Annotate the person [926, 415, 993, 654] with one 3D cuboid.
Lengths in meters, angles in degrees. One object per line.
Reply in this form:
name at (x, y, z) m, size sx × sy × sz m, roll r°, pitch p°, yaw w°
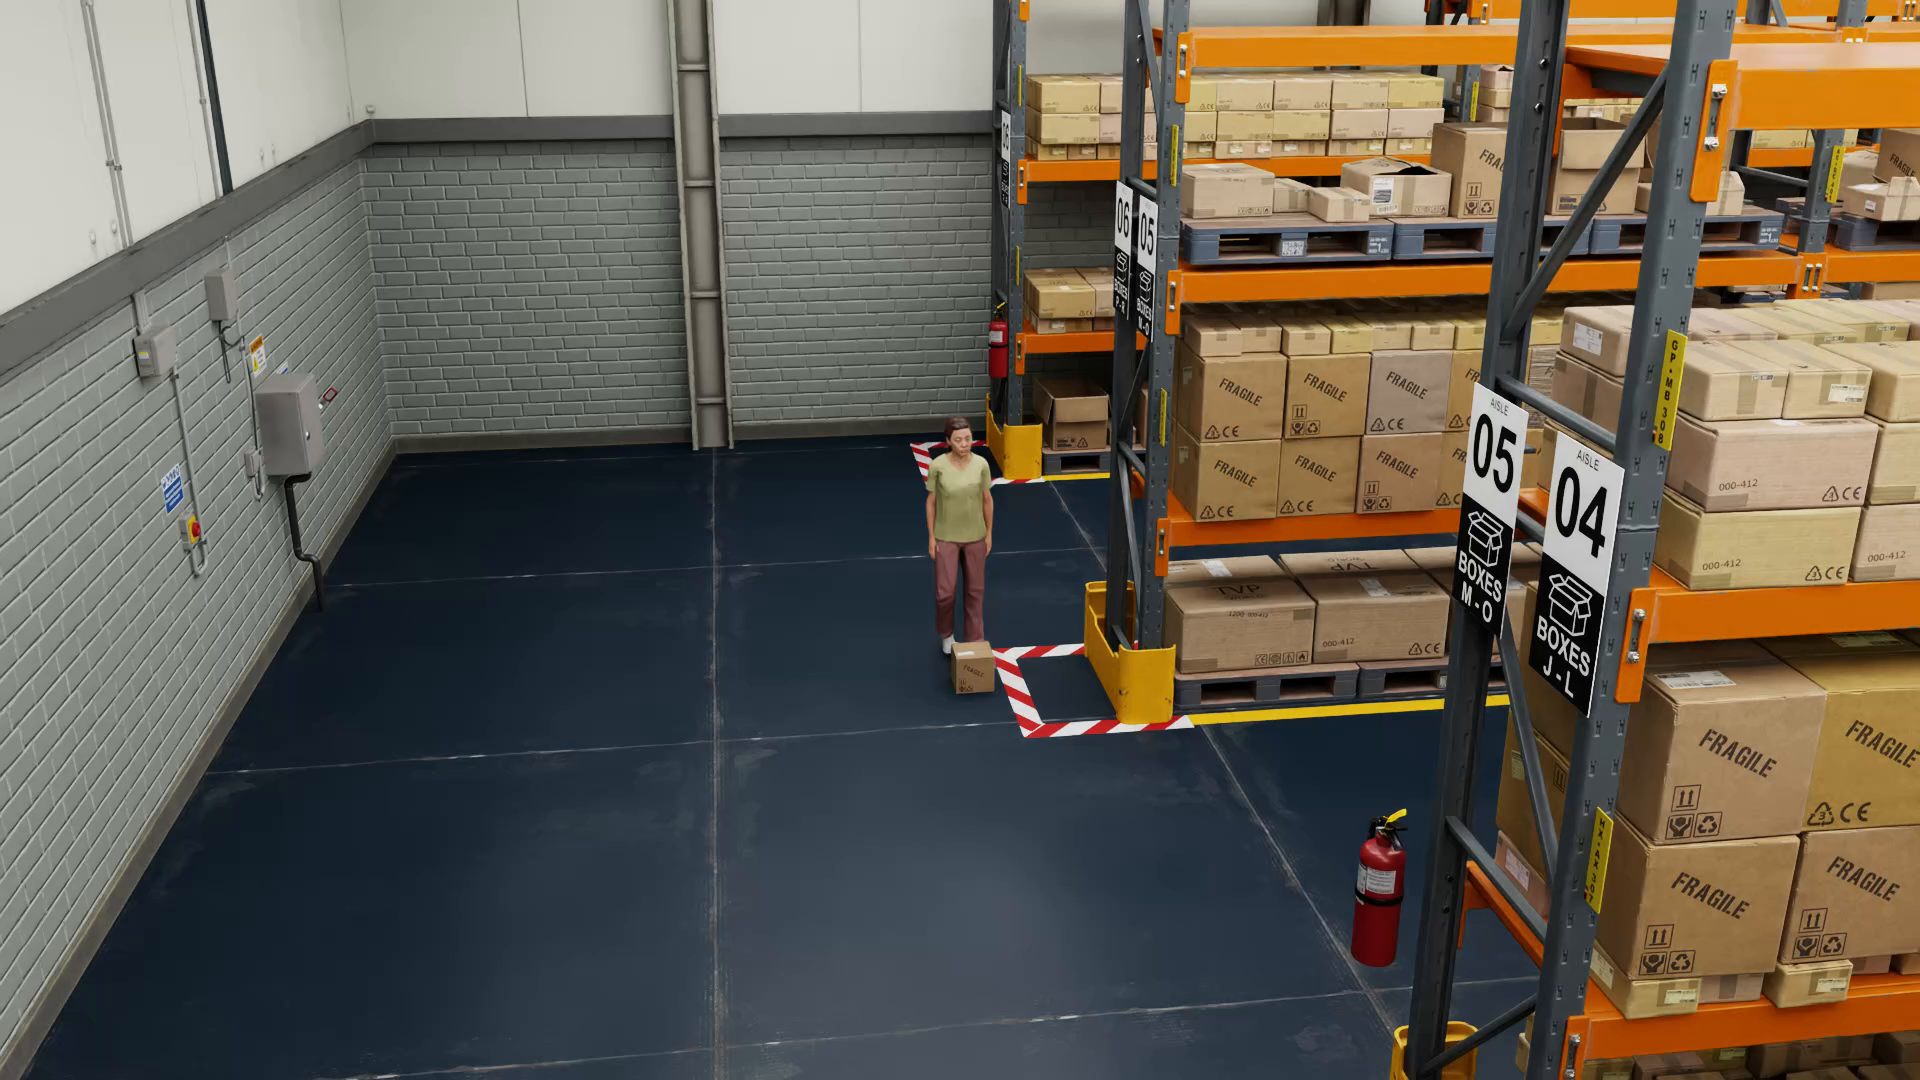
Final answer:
person at (0.005, -0.008, 11.072) m, size 0.454 × 1.680 × 0.432 m, roll -4°, pitch 20°, yaw -10°
